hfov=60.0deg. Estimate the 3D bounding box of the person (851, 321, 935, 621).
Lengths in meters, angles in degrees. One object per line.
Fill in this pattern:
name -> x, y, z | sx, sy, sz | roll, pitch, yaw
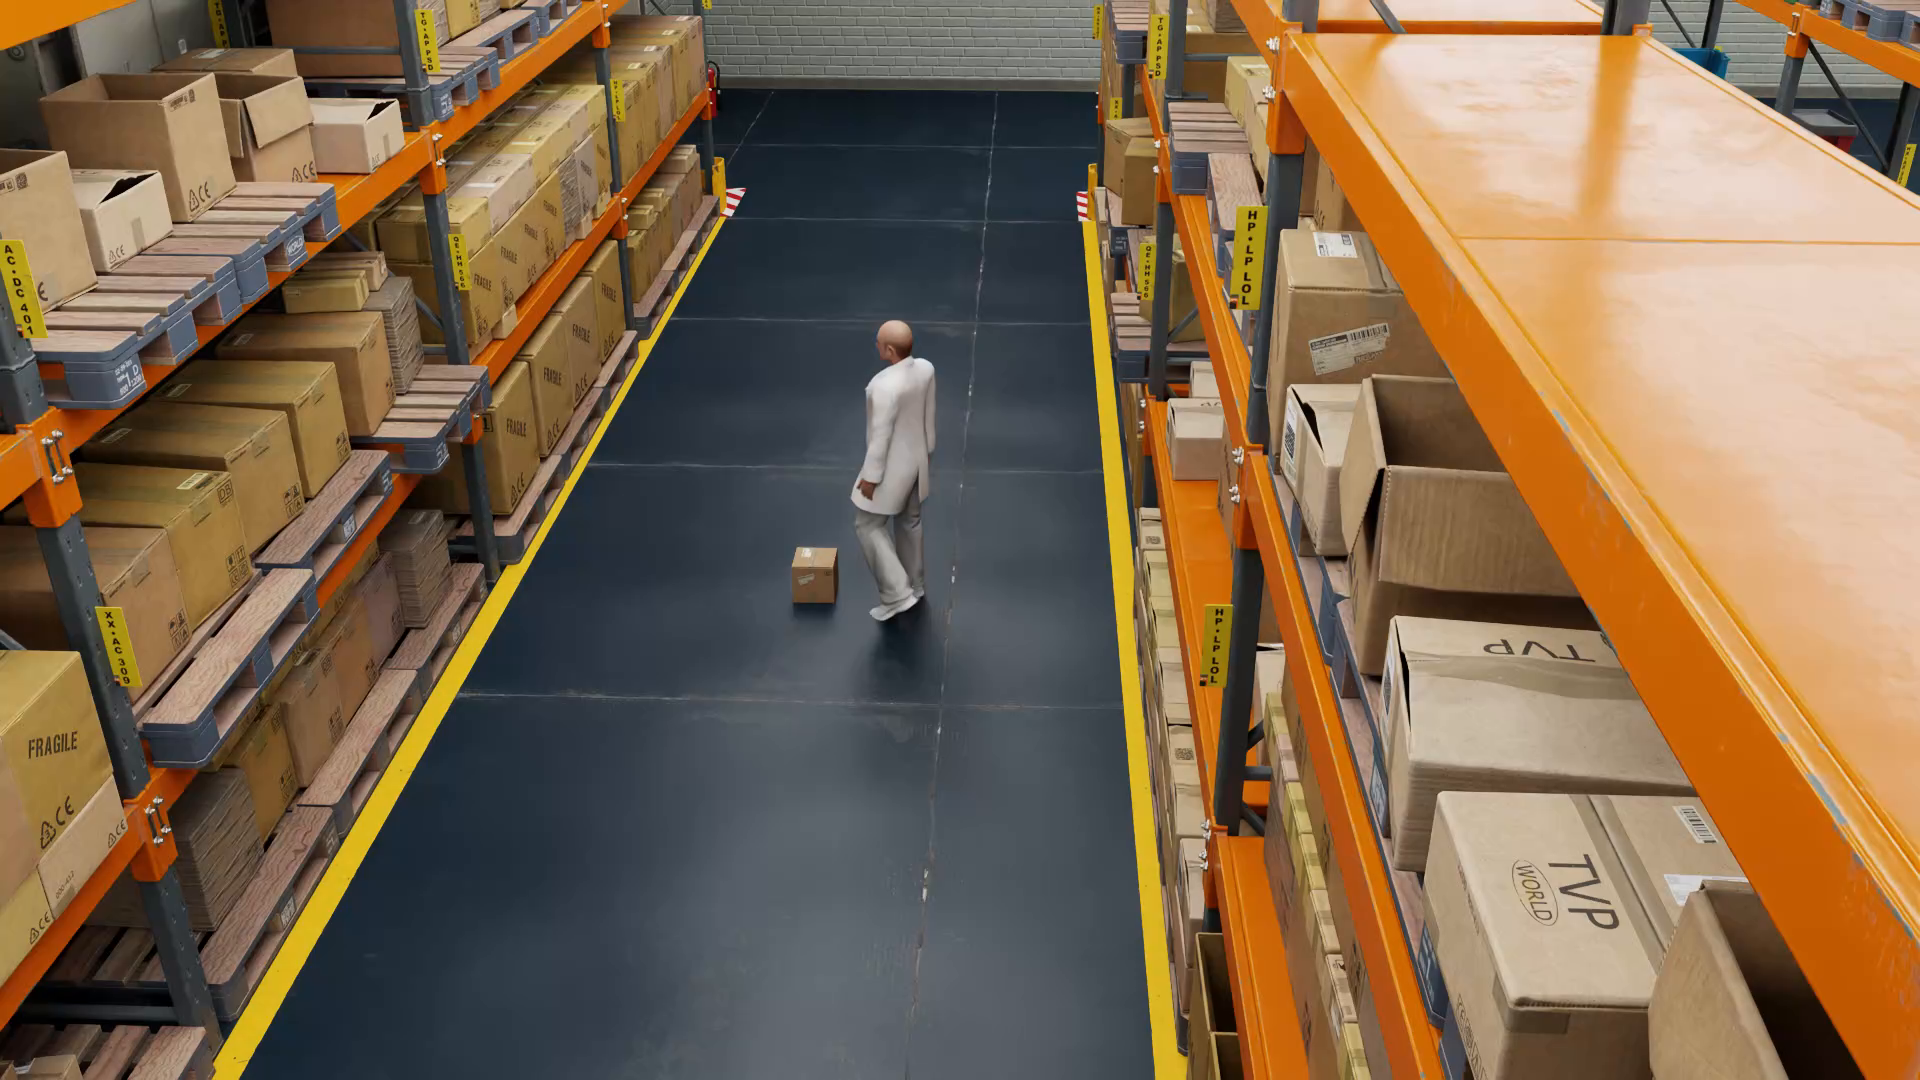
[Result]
person -> -0.365, -0.418, 9.698 | 0.508, 1.825, 0.636 | 15, 31, 27
